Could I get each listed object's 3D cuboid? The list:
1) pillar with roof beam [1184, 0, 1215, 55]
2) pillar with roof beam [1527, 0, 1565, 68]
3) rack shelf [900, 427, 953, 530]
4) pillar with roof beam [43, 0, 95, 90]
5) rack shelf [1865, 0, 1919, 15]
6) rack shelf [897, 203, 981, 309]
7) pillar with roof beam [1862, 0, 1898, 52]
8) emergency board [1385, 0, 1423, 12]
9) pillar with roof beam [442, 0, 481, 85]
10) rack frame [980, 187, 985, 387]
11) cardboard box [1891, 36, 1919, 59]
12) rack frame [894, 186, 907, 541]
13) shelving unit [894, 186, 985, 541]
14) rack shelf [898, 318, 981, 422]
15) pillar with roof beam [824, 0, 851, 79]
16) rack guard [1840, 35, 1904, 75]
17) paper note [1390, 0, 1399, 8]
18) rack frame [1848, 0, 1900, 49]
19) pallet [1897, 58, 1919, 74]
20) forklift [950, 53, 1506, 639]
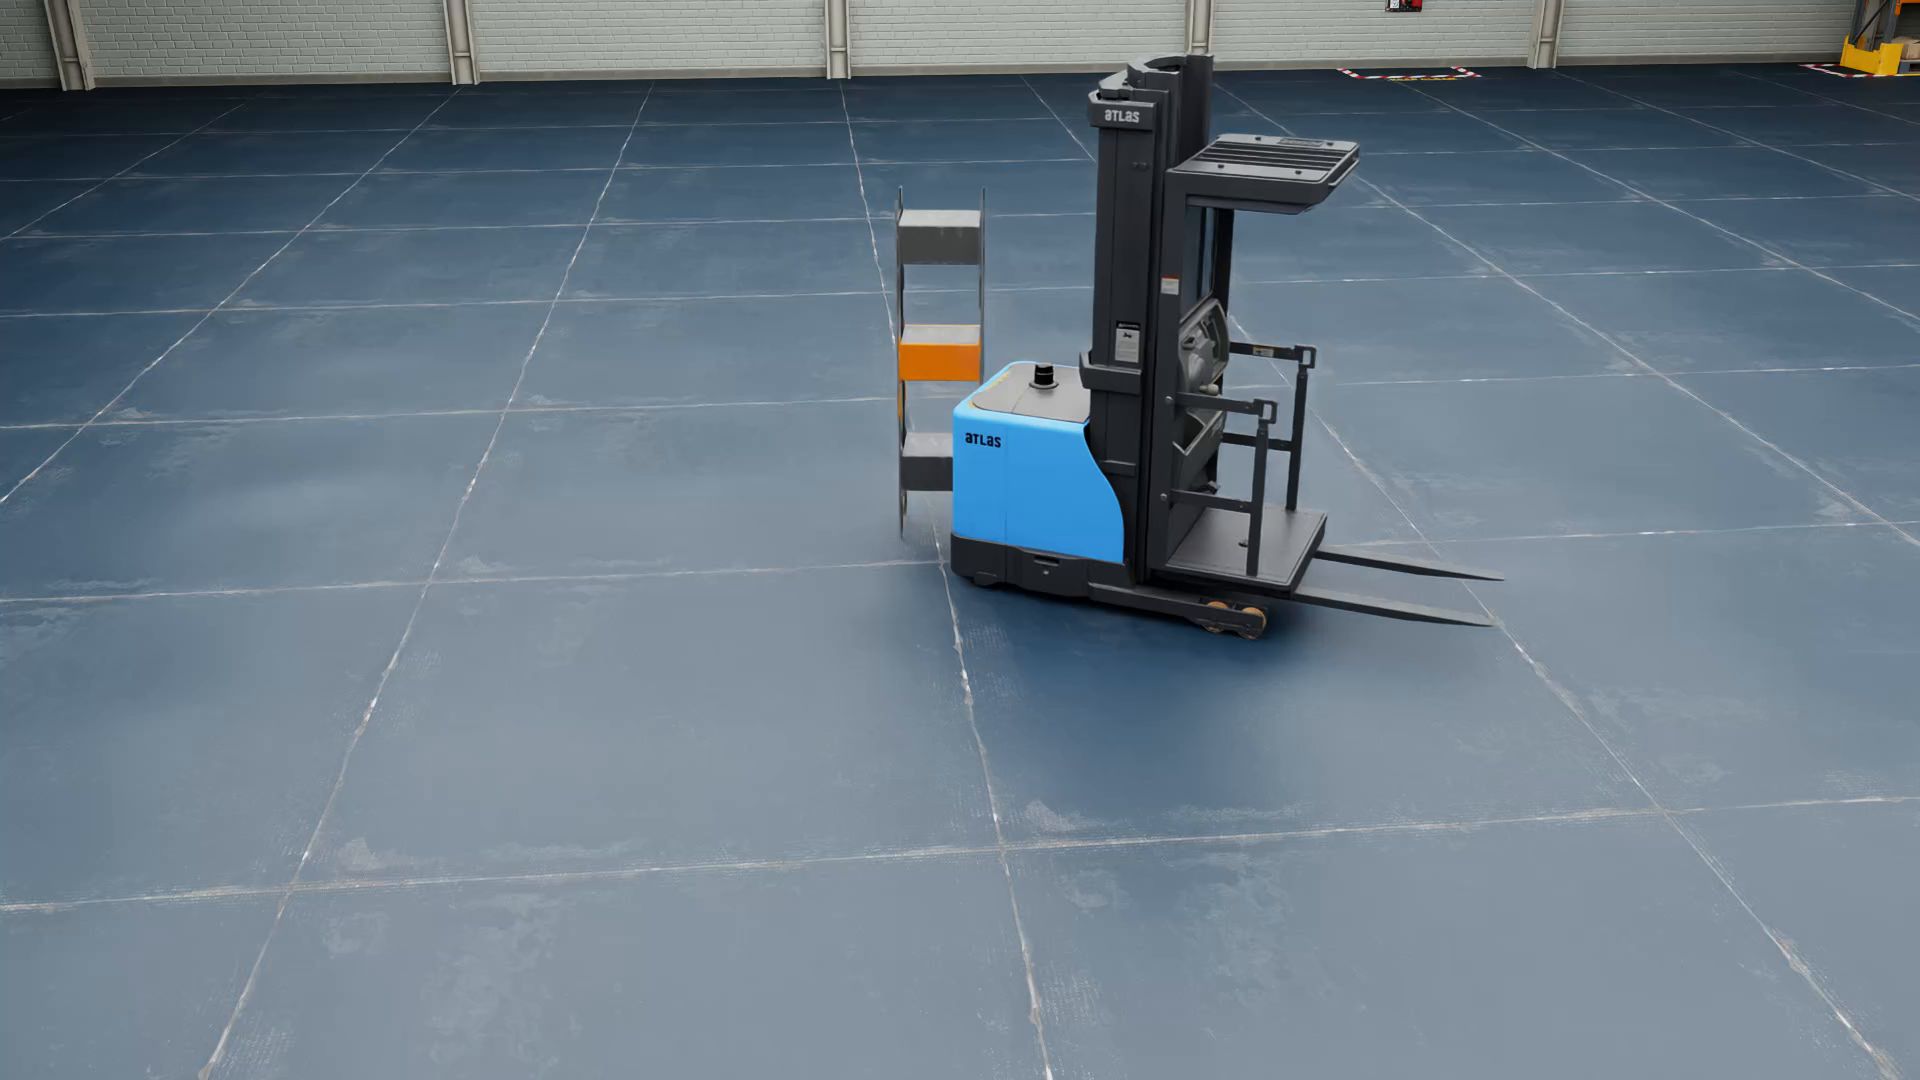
[{"bbox_3d":[4.397,-10.234,22.196,0.400,9.000,9.100,-2,24,-5],"label":"pillar with roof beam"},{"bbox_3d":[10.368,-10.474,22.735,0.400,9.000,9.100,-2,24,-5],"label":"pillar with roof beam"},{"bbox_3d":[-0.112,-0.380,10.278,0.480,0.518,0.431,1,24,2],"label":"rack shelf"},{"bbox_3d":[-13.516,-9.516,20.579,0.400,9.000,9.100,-2,24,-5],"label":"pillar with roof beam"},{"bbox_3d":[17.294,-9.085,27.883,4.000,0.370,1.077,-2,24,-5],"label":"rack shelf"},{"bbox_3d":[-0.112,-1.660,9.709,0.480,0.518,0.431,1,24,2],"label":"rack shelf"},{"bbox_3d":[16.338,-10.713,23.274,0.400,9.000,9.100,-2,24,-5],"label":"pillar with roof beam"},{"bbox_3d":[7.481,-9.389,27.681,0.643,1.169,0.194,-2,24,-5],"label":"emergency board"},{"bbox_3d":[-7.545,-9.755,21.118,0.400,9.000,9.100,-2,24,-5],"label":"pillar with roof beam"},{"bbox_3d":[0.132,-1.029,9.979,0.015,2.100,0.400,1,24,2],"label":"rack frame"},{"bbox_3d":[16.001,-8.298,27.995,0.500,0.311,0.500,-5,24,-11],"label":"cardboard box"},{"bbox_3d":[-0.356,-1.036,9.997,0.015,2.100,0.400,1,24,2],"label":"rack frame"},{"bbox_3d":[-0.112,-1.033,9.988,0.503,2.100,0.431,1,24,2],"label":"shelving unit"},{"bbox_3d":[-0.112,-1.020,9.994,0.480,0.518,0.431,1,24,2],"label":"rack shelf"},{"bbox_3d":[-1.574,-9.995,21.657,0.400,9.000,9.100,-2,24,-5],"label":"pillar with roof beam"},{"bbox_3d":[15.379,-8.195,28.072,0.348,0.500,1.175,-2,24,-5],"label":"rack guard"},{"bbox_3d":[7.298,-9.007,27.907,0.142,0.148,0.016,-2,24,-5],"label":"paper note"},{"bbox_3d":[15.304,-9.334,27.557,0.127,3.000,1.000,-2,24,-5],"label":"rack frame"},{"bbox_3d":[16.191,-8.081,28.171,1.213,0.211,1.003,-2,24,-5],"label":"pallet"},{"bbox_3d":[1.512,-1.048,8.999,3.031,2.935,1.130,10,26,20],"label":"forklift"}]
